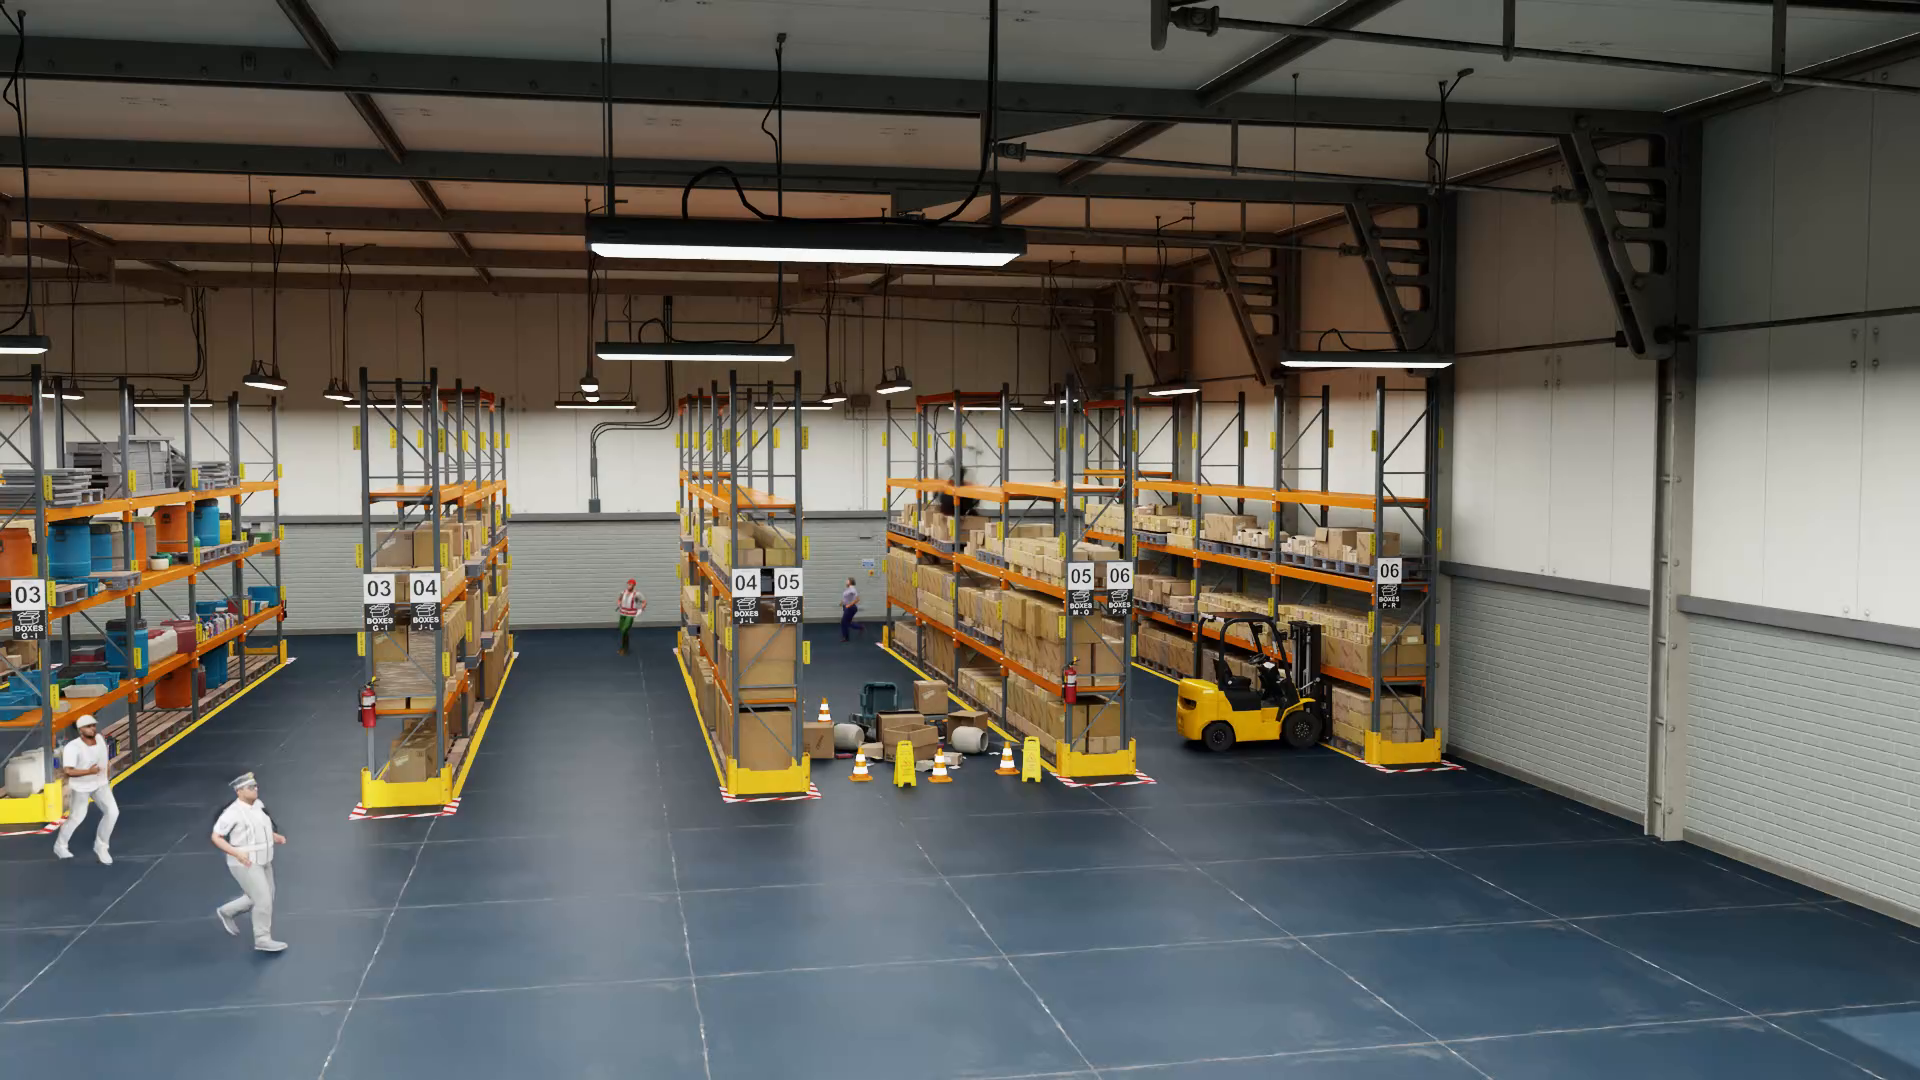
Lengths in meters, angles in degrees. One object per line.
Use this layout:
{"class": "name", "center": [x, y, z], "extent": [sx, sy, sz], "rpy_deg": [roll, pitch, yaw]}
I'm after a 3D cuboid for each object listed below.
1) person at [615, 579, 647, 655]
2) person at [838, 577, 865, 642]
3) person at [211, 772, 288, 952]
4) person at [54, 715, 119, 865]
{"class": "person", "center": [-7.772, 1.813, 39.090], "extent": [0.734, 1.803, 0.631], "rpy_deg": [1, 4, 20]}
{"class": "person", "center": [-2.693, 1.742, 41.512], "extent": [0.729, 1.624, 0.607], "rpy_deg": [-1, 4, -17]}
{"class": "person", "center": [-7.012, 3.151, 16.365], "extent": [0.830, 1.747, 0.675], "rpy_deg": [1, 3, 11]}
{"class": "person", "center": [-10.316, 2.934, 19.690], "extent": [0.889, 1.764, 0.710], "rpy_deg": [2, 4, 27]}
